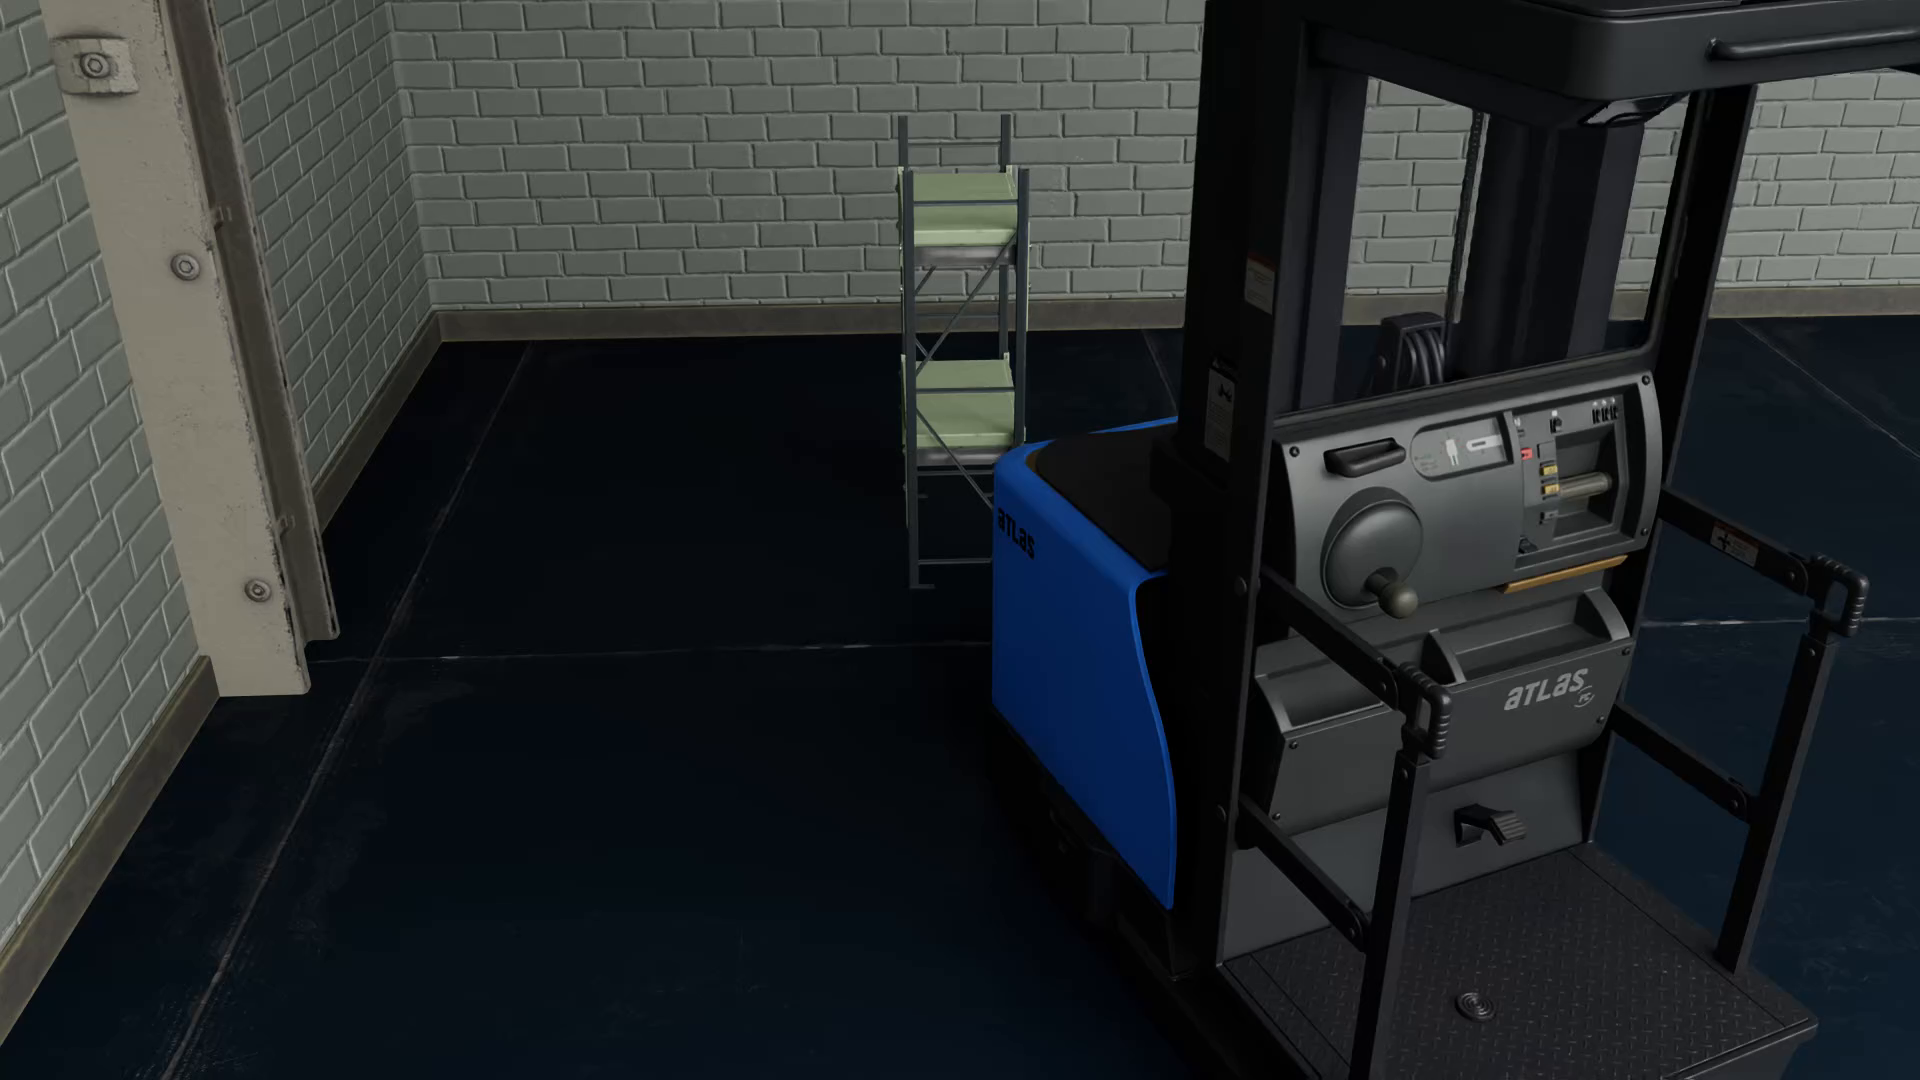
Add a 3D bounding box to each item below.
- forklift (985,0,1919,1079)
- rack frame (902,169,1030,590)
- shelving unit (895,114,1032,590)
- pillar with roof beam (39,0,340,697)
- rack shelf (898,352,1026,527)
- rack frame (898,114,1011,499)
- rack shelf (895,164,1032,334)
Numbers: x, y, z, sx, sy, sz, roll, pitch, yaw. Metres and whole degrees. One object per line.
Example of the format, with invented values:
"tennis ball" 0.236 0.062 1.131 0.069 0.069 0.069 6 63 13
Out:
"forklift" 1.139 -0.059 3.194 1.130 2.935 3.031 -12 30 -21
"rack frame" 0.019 -0.499 5.585 0.400 1.500 0.023 -1 28 -3
"shelving unit" 0.000 -0.668 5.909 0.431 1.500 0.755 -1 28 -3
"pillar with roof beam" 2.049 -3.691 3.595 9.100 9.000 0.400 -1 28 -3
"rack shelf" 0.000 -0.379 6.060 0.431 0.370 0.720 -1 28 -3
"rack frame" -0.019 -0.837 6.233 0.400 1.500 0.023 -1 28 -3
"rack shelf" 0.000 -1.014 5.729 0.431 0.370 0.720 -1 28 -3
